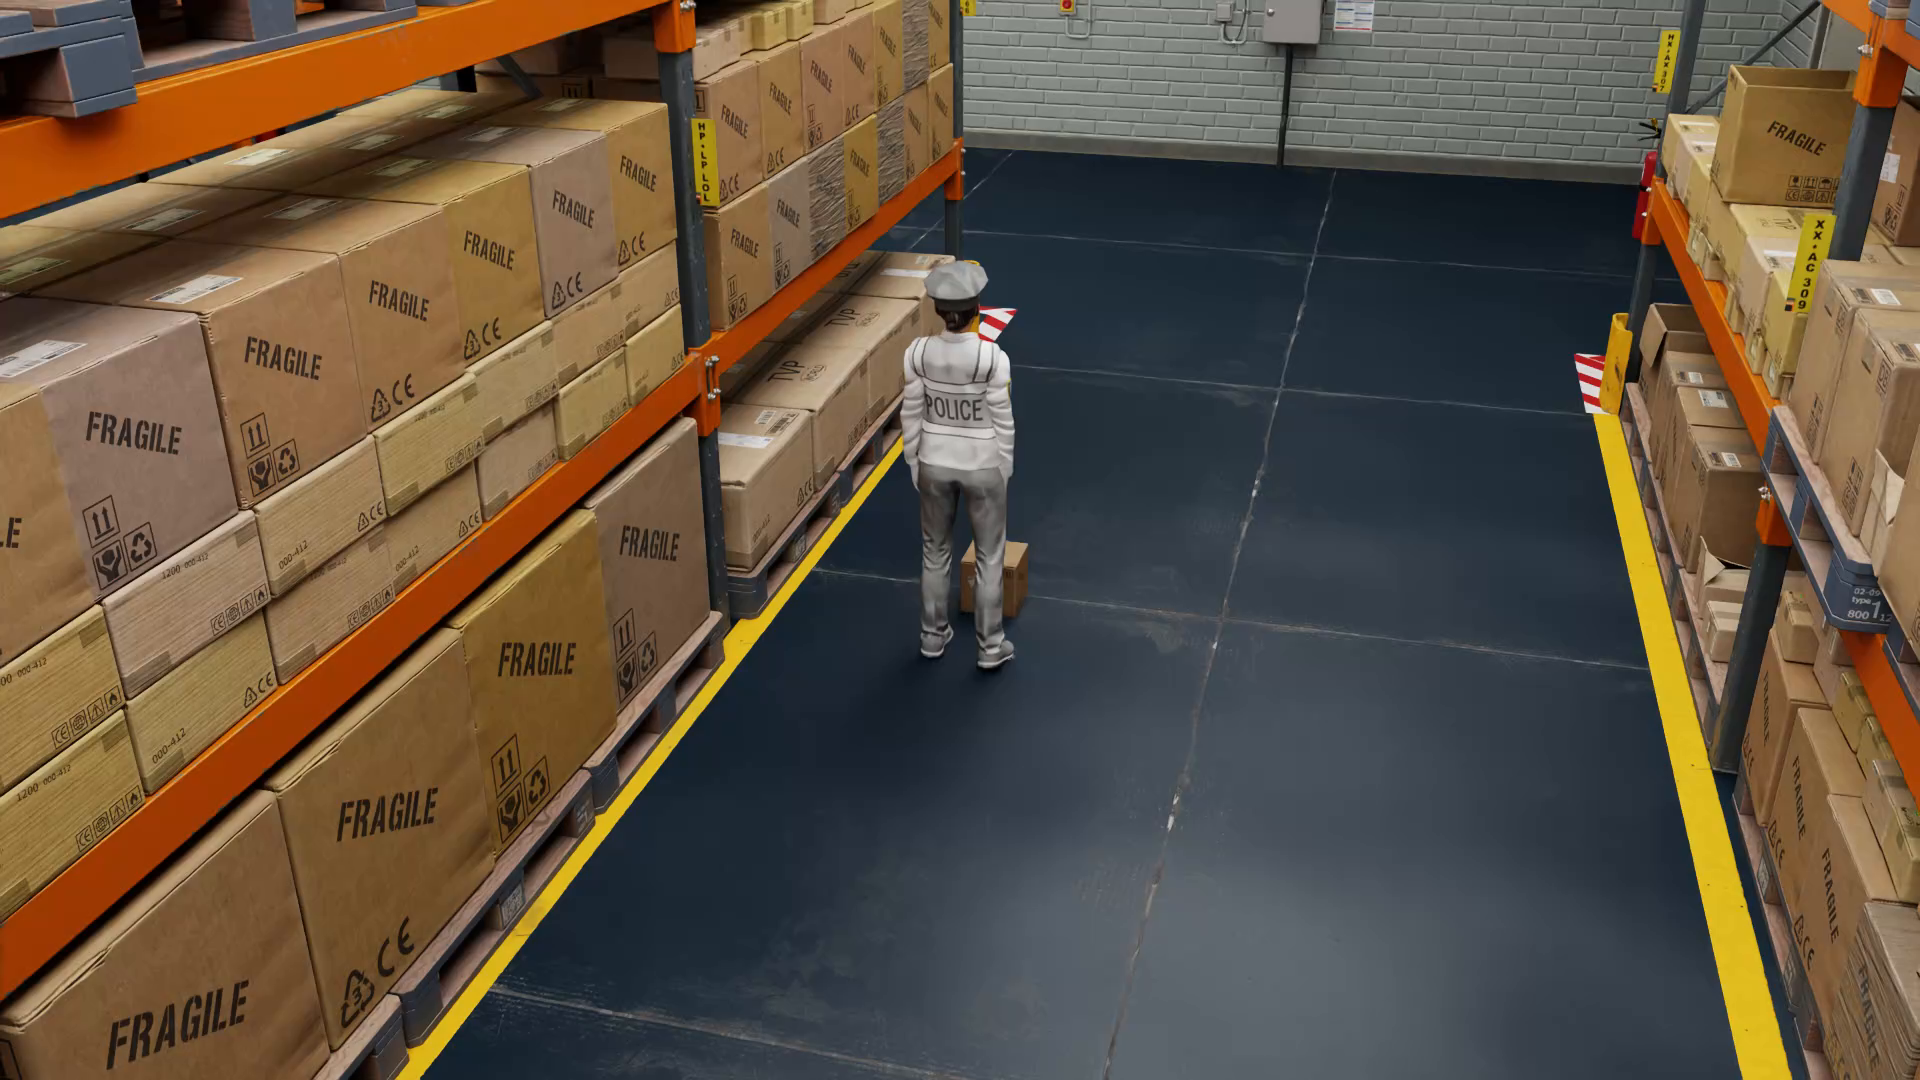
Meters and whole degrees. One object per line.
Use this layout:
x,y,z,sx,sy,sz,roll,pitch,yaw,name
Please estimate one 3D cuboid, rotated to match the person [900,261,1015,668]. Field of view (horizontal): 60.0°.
-0.004,-0.276,6.704,0.470,1.703,0.322,7,26,14,person
